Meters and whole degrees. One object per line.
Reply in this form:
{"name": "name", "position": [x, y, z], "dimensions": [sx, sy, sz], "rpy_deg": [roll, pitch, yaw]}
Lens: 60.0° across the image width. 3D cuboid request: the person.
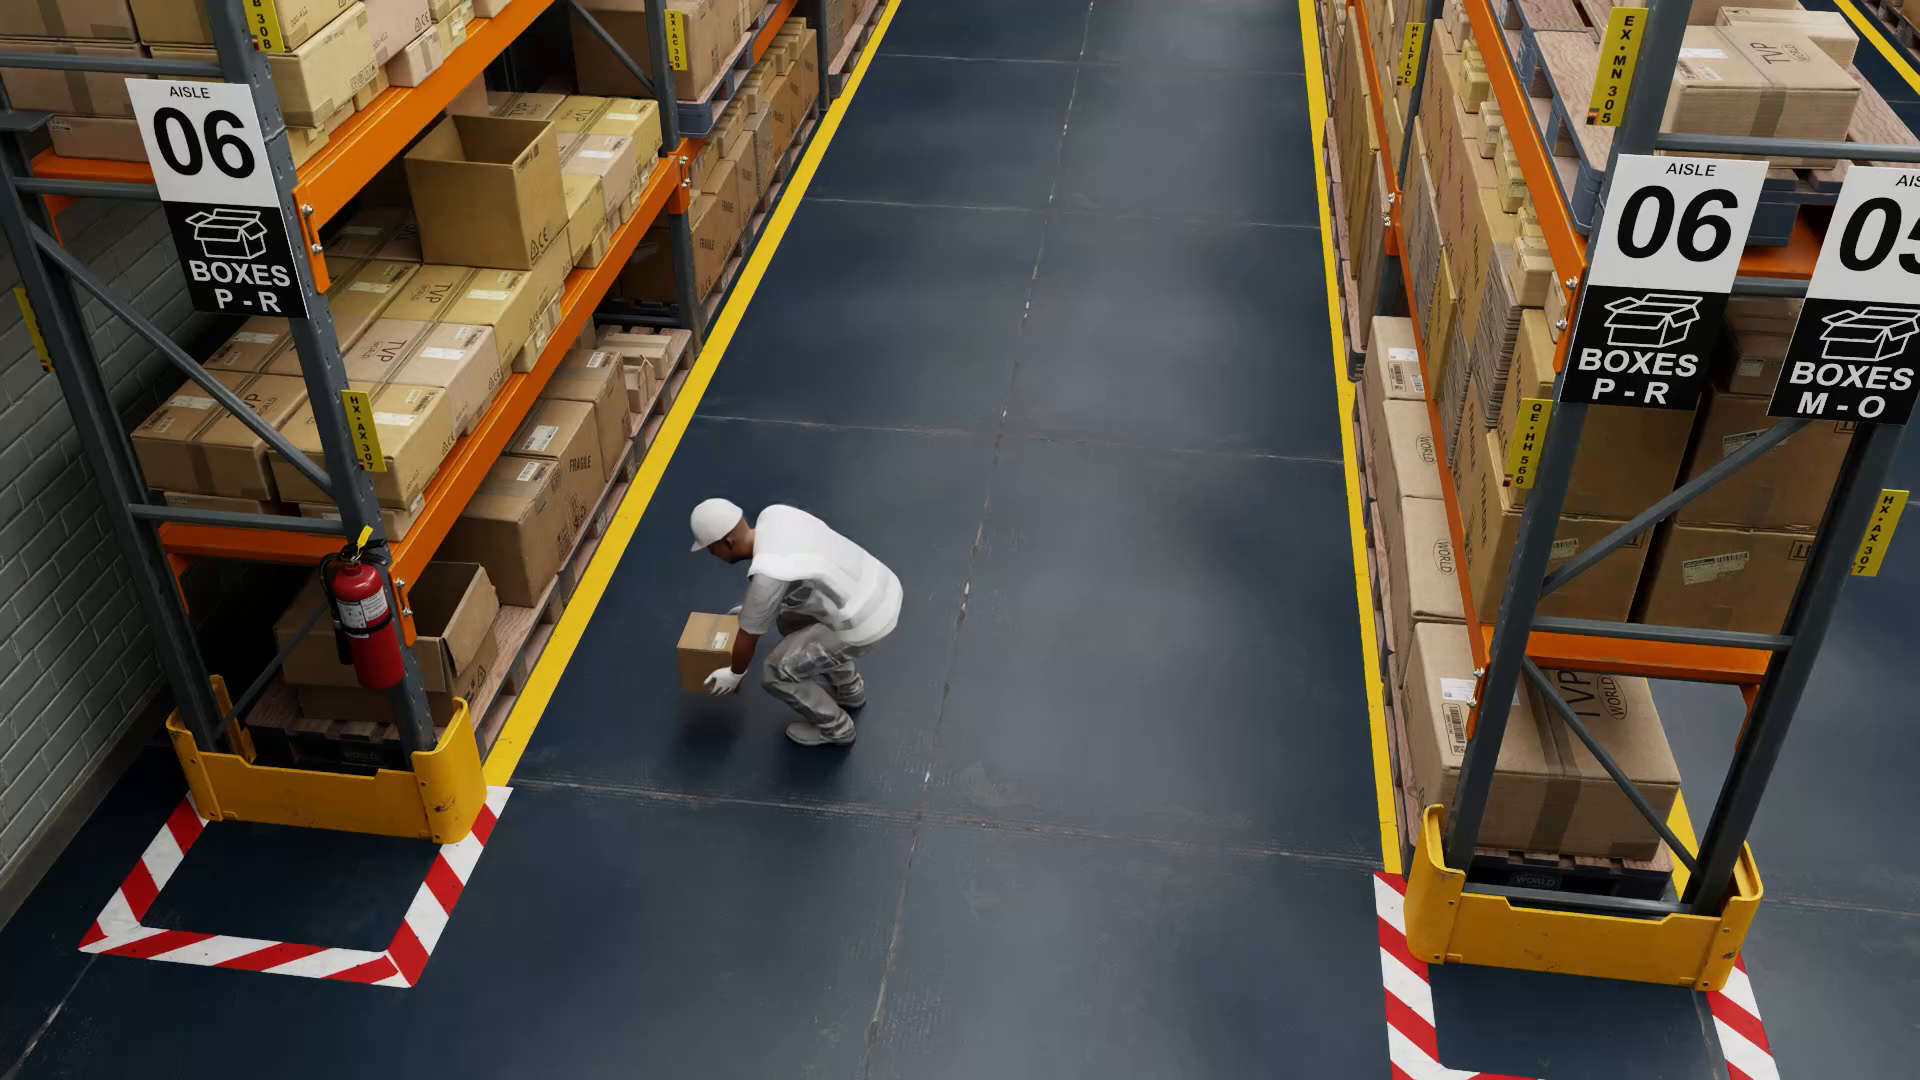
{"name": "person", "position": [-0.679, 0.340, 7.068], "dimensions": [0.853, 1.183, 0.597], "rpy_deg": [4, 36, 6]}
